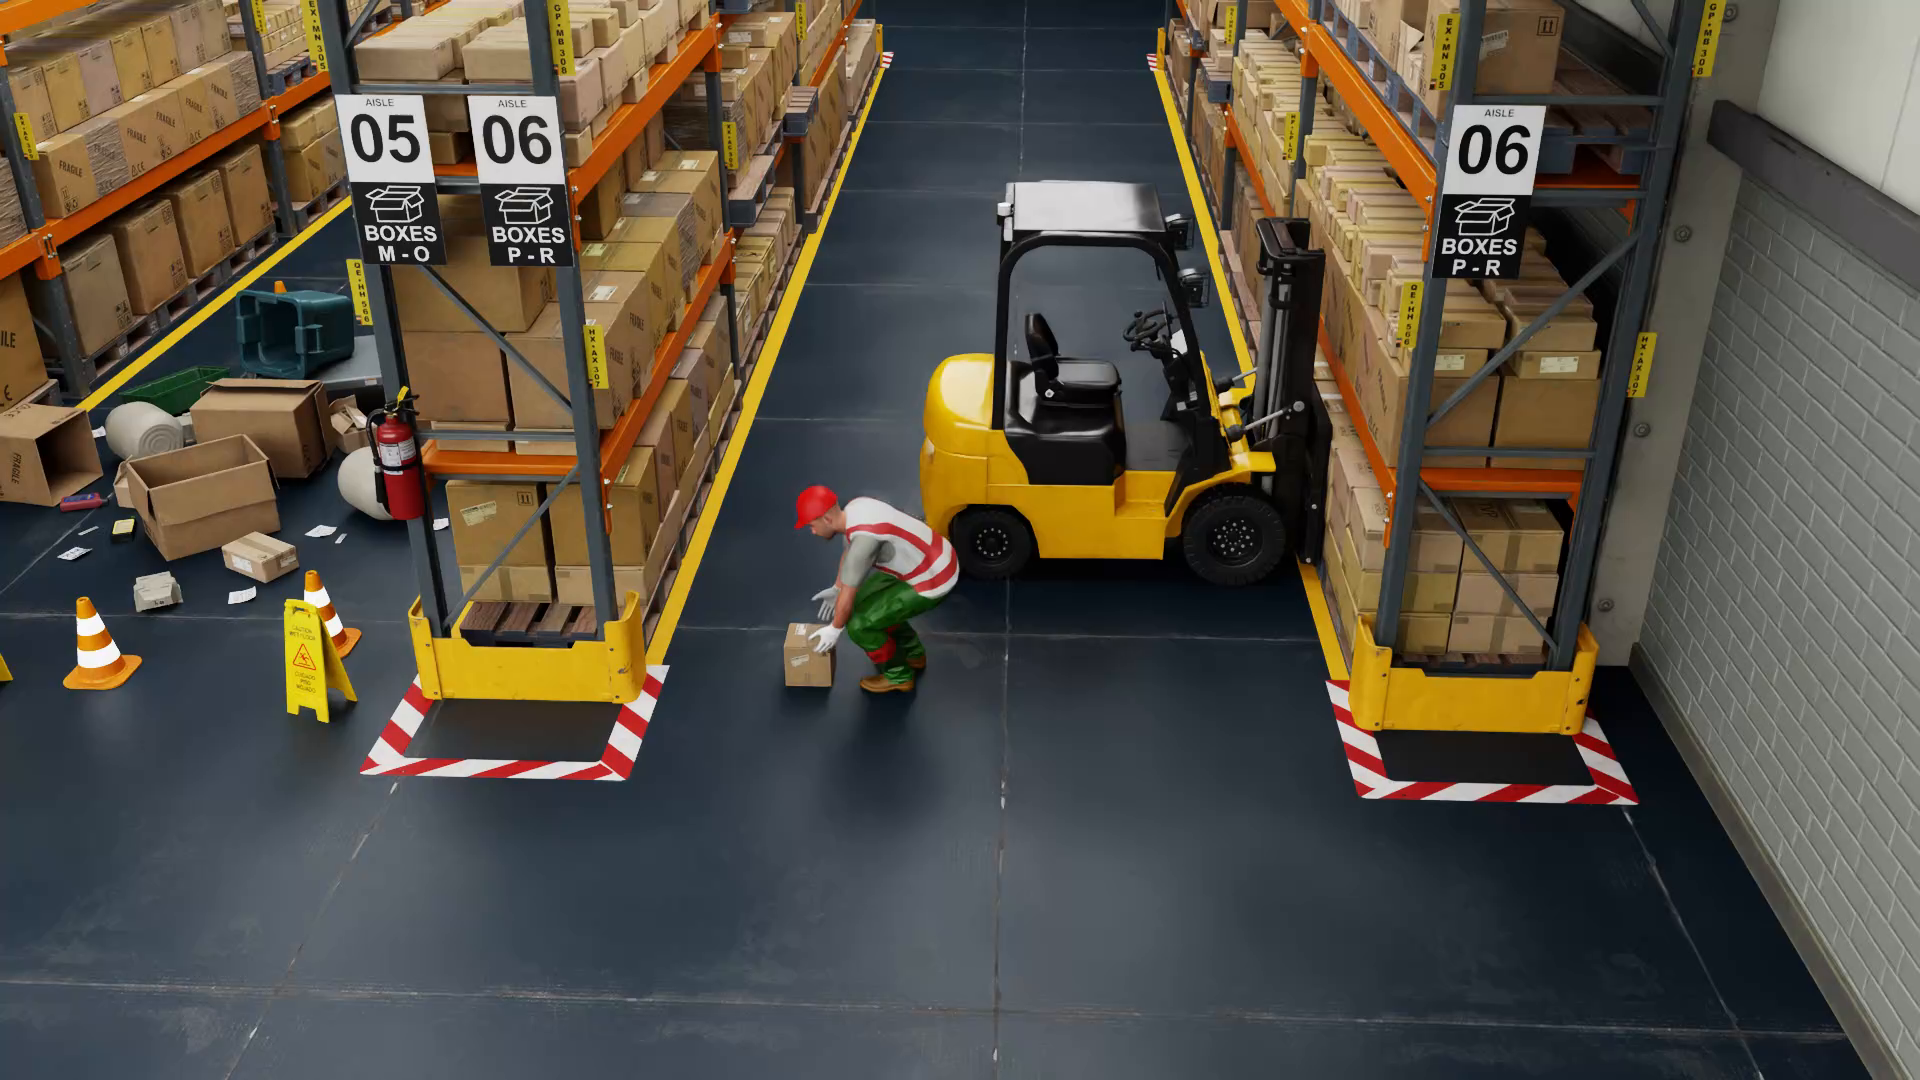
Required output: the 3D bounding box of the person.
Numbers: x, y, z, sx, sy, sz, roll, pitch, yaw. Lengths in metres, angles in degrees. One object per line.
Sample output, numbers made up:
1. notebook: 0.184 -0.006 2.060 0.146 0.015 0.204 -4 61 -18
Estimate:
1. person: -0.429 0.245 8.794 0.852 1.172 0.583 1 28 2
